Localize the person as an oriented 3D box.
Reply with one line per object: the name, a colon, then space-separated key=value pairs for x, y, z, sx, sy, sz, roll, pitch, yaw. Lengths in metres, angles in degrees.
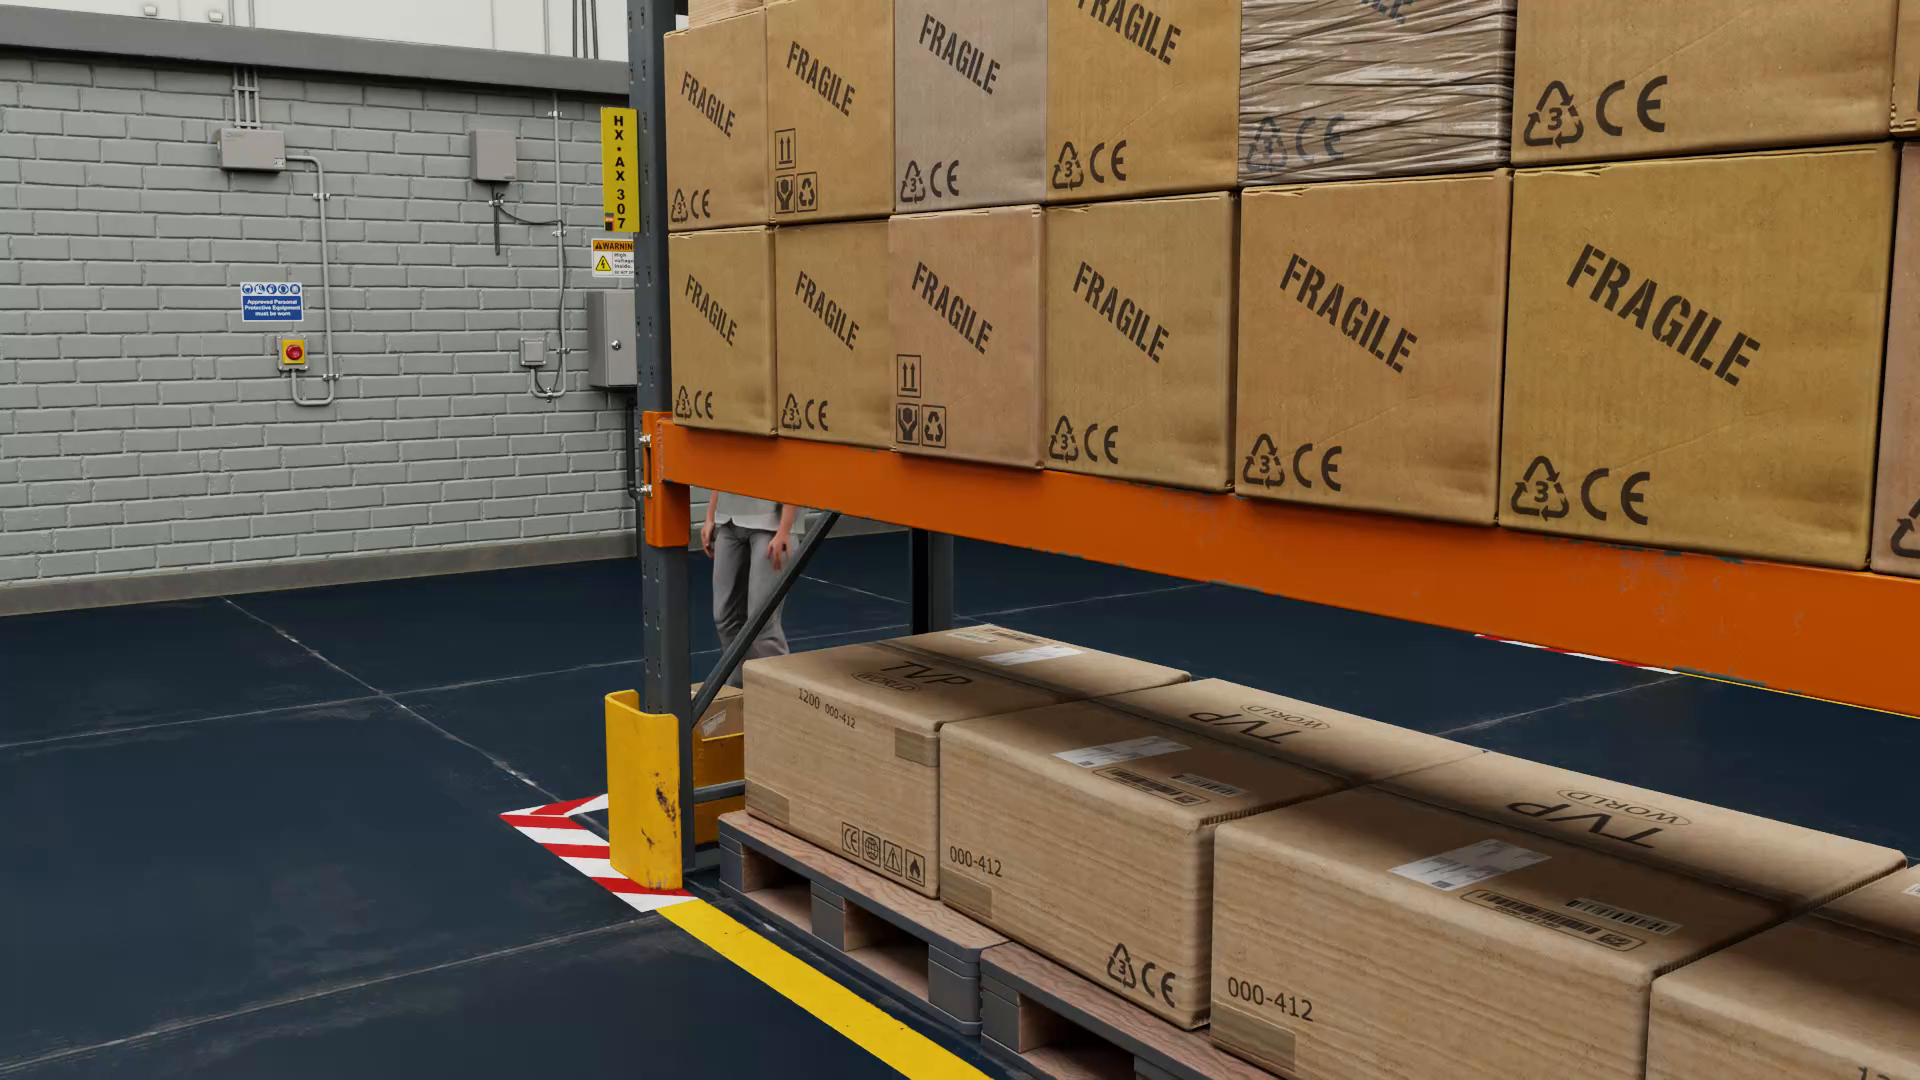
person: x=-0.751 y=-0.025 z=6.031 sx=0.484 sy=1.594 sz=0.341 roll=8 pitch=11 yaw=44
